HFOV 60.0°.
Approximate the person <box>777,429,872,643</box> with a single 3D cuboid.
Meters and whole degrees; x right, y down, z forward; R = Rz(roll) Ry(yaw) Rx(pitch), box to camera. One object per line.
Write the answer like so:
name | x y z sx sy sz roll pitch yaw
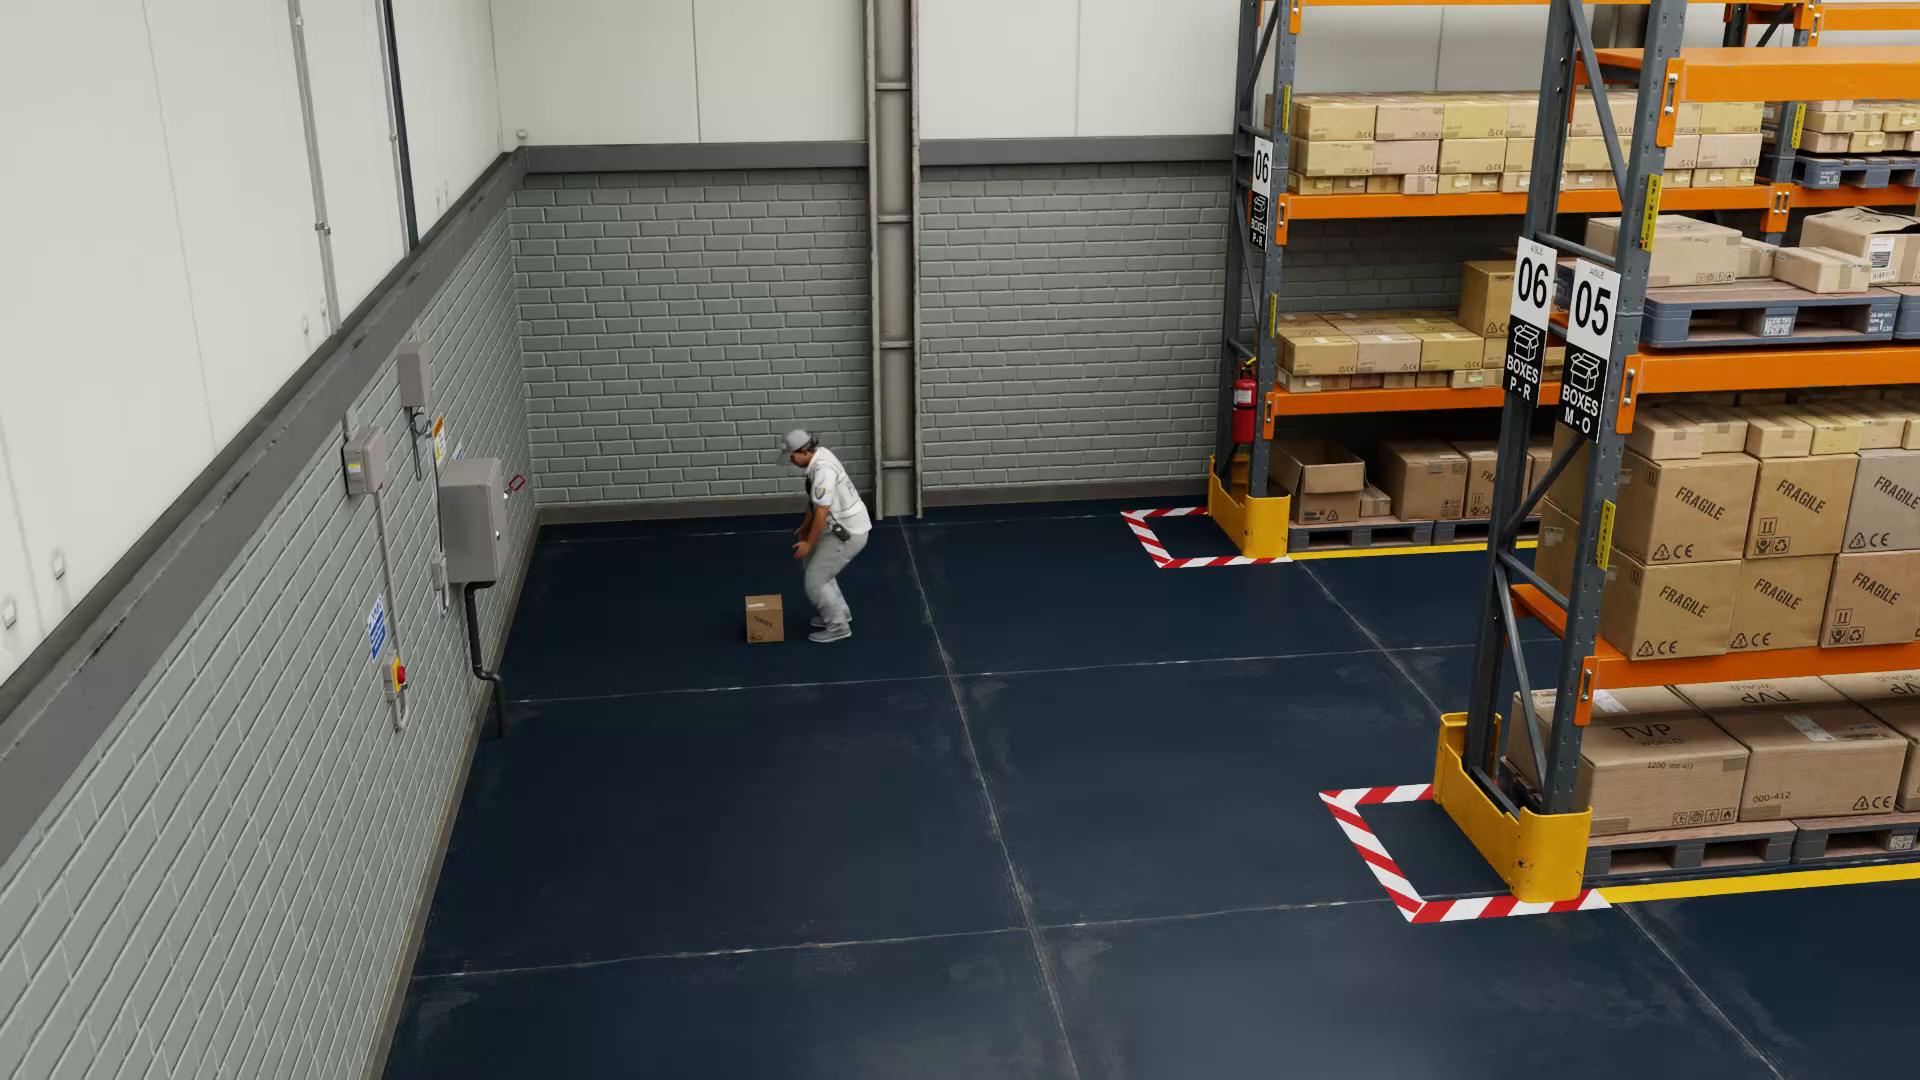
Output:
person | -0.923 -0.043 11.444 0.632 1.502 0.525 -3 20 -7
